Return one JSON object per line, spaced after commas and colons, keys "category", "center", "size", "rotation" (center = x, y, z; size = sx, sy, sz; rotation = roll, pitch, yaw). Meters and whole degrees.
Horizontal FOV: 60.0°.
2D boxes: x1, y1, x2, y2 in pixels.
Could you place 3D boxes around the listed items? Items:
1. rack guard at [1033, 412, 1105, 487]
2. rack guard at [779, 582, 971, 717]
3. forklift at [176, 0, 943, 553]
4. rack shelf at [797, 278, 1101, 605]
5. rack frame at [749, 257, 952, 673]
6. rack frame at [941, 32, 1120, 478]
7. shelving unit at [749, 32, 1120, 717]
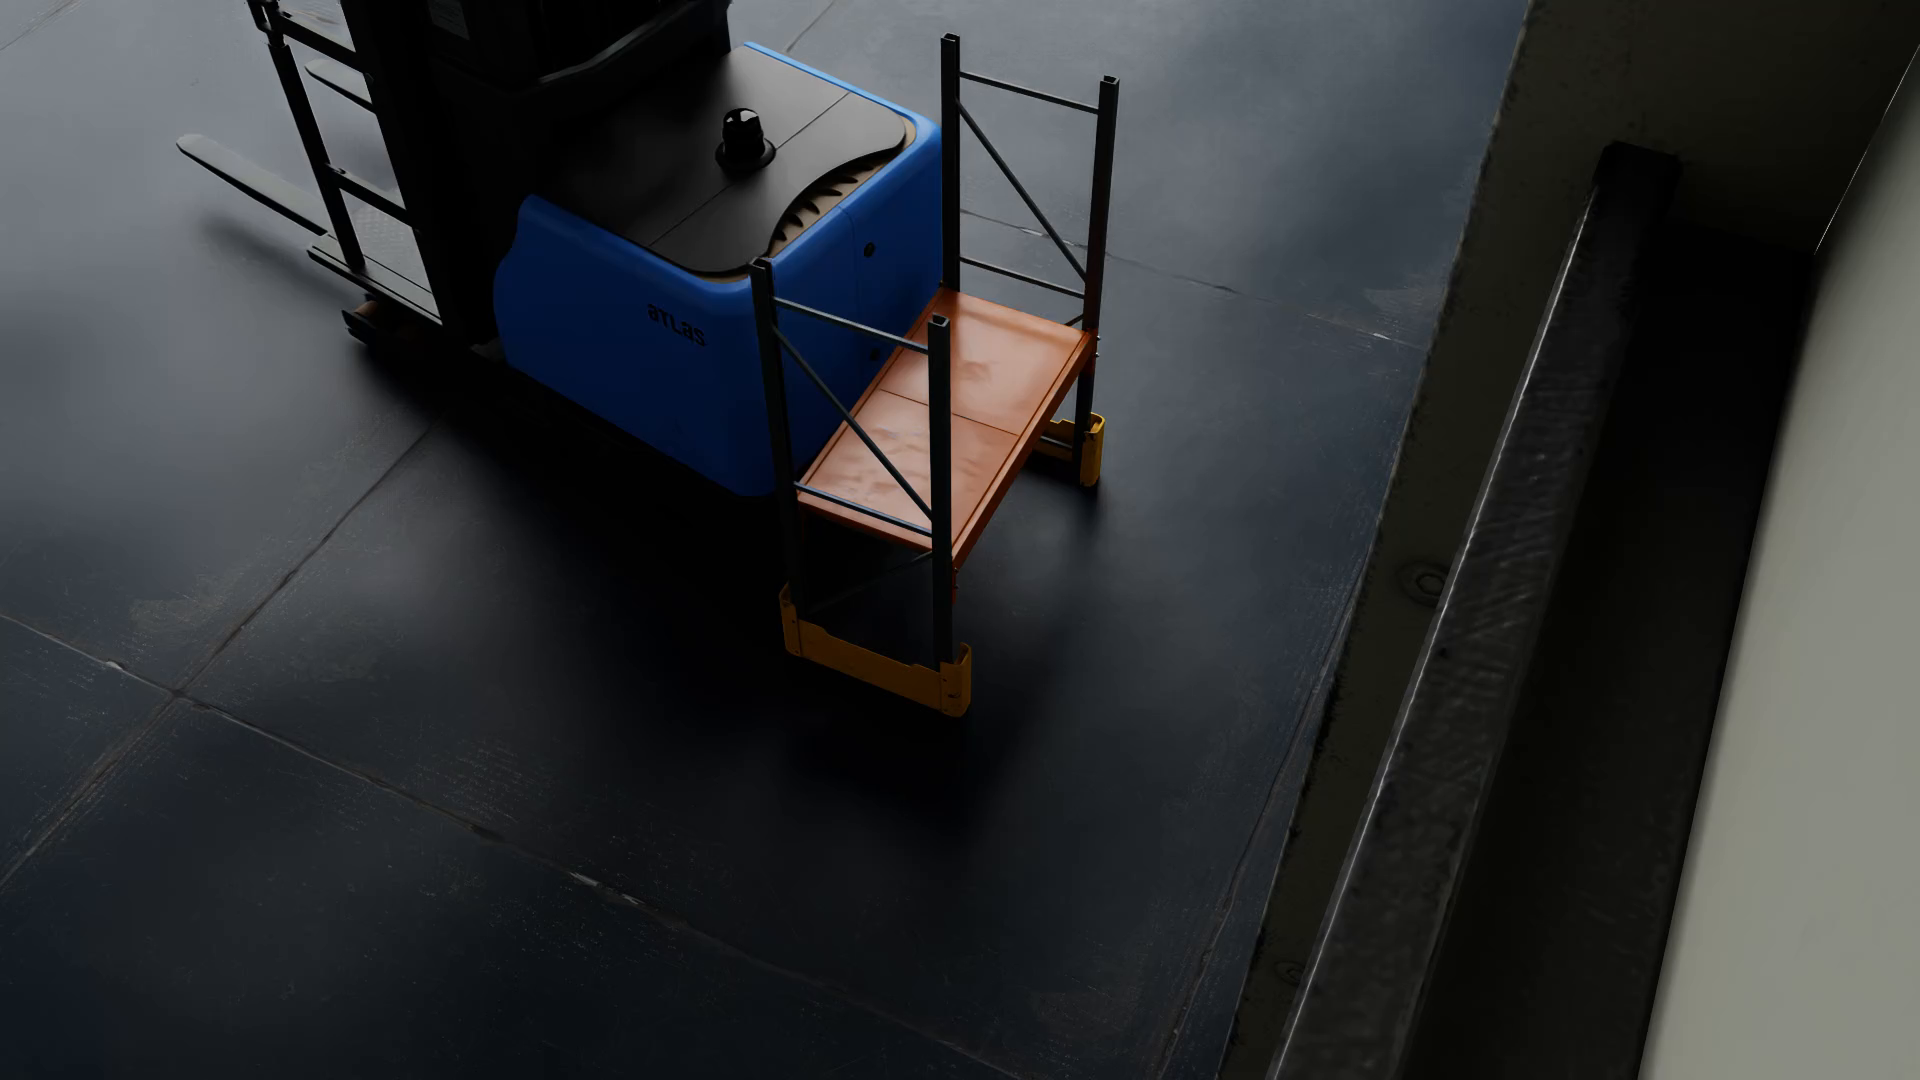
{"category": "rack guard", "center": [0.180, -0.371, 5.402], "size": [0.587, 0.250, 0.087], "rotation": [20, 52, 16]}
{"category": "rack guard", "center": [-0.245, 0.314, 4.818], "size": [0.587, 0.250, 0.087], "rotation": [20, 52, 16]}
{"category": "forklift", "center": [-1.516, -1.829, 4.882], "size": [3.031, 2.935, 1.130], "rotation": [29, 55, 22]}
{"category": "rack shelf", "center": [-0.036, -0.311, 4.766], "size": [0.538, 0.185, 1.000], "rotation": [20, 52, 16]}
{"category": "rack frame", "center": [-0.254, -0.077, 4.331], "size": [0.500, 1.500, 0.032], "rotation": [20, 52, 16]}
{"category": "rack frame", "center": [0.181, -0.777, 4.927], "size": [0.500, 1.500, 0.032], "rotation": [20, 52, 16]}
{"category": "shelving unit", "center": [-0.033, -0.434, 4.634], "size": [0.587, 1.500, 1.083], "rotation": [20, 52, 16]}
